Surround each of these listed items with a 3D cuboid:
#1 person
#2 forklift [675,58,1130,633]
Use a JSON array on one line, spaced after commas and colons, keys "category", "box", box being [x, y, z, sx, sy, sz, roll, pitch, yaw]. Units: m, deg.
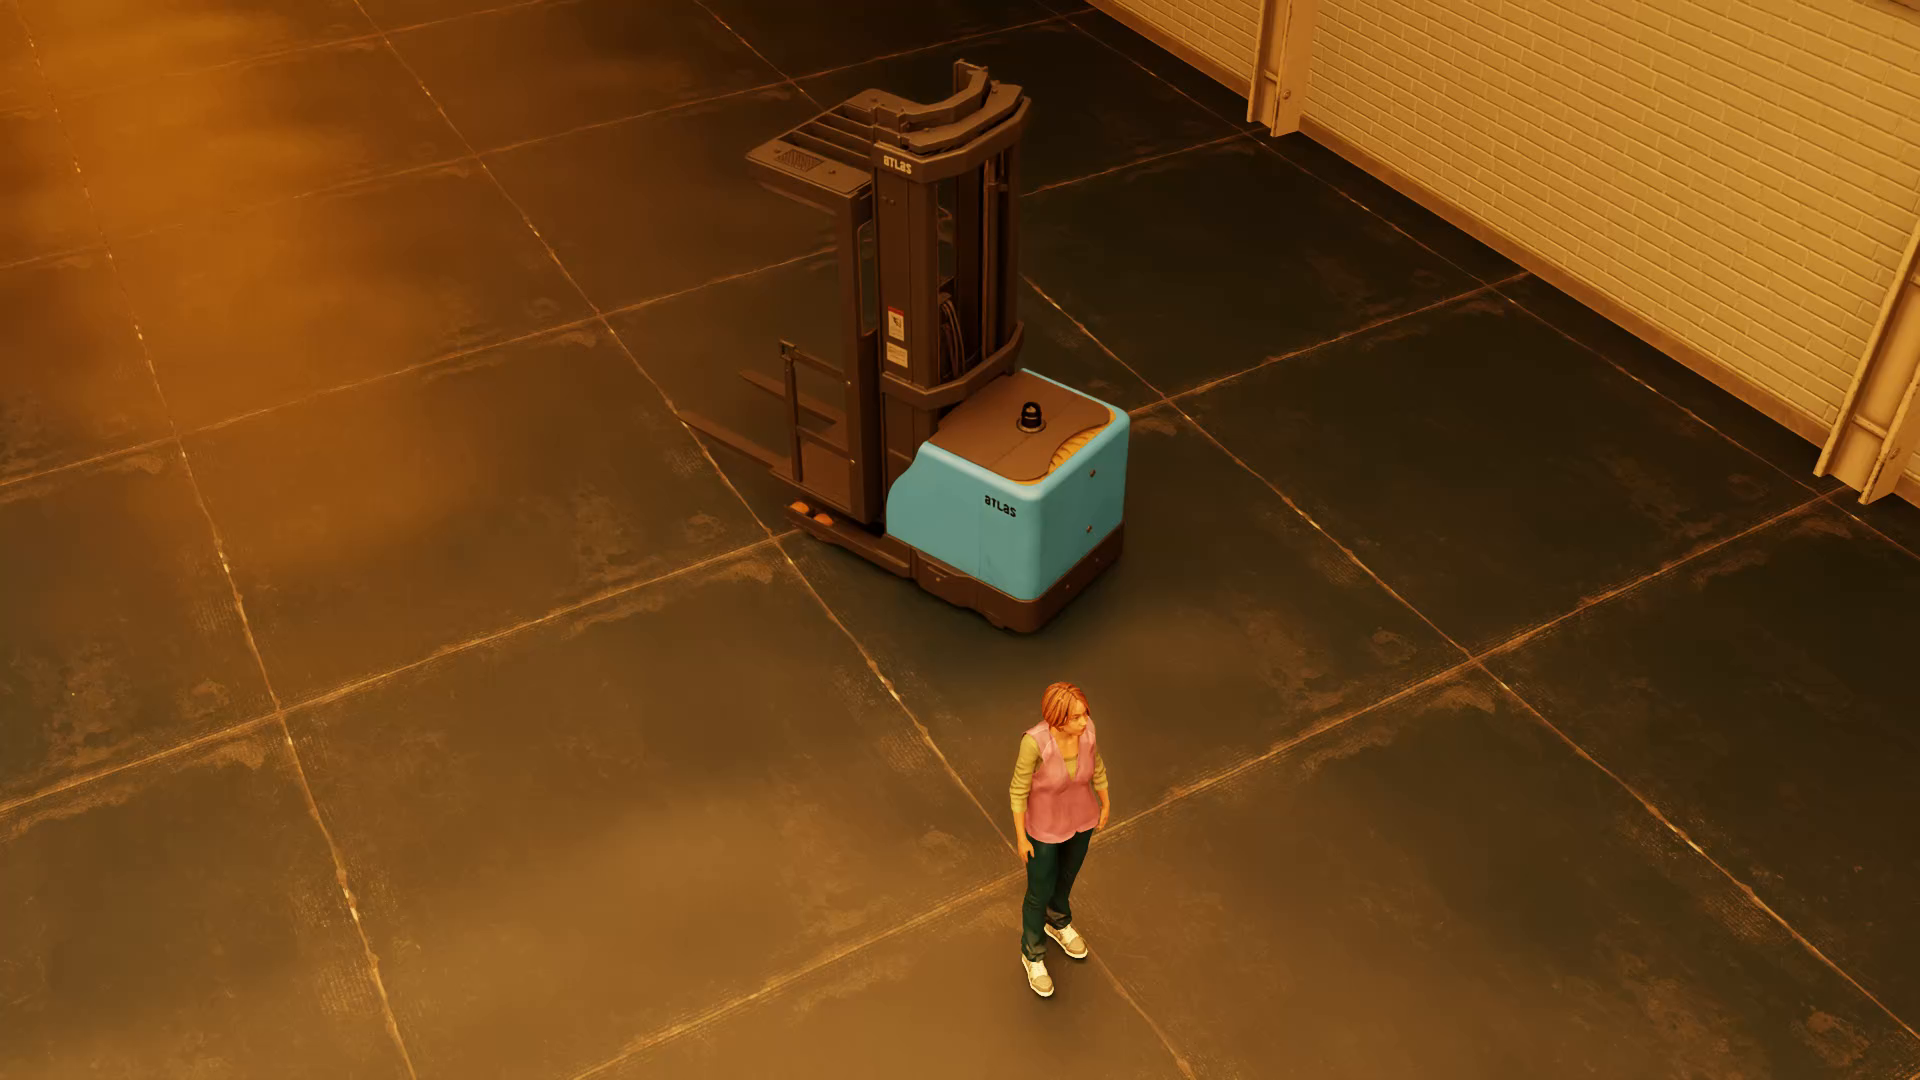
[{"category": "person", "box": [0.481, 1.322, 7.476, 0.521, 1.599, 0.472, -21, 44, -23]}, {"category": "forklift", "box": [-0.481, -1.366, 9.683, 3.031, 2.935, 1.130, 26, 46, 28]}]
